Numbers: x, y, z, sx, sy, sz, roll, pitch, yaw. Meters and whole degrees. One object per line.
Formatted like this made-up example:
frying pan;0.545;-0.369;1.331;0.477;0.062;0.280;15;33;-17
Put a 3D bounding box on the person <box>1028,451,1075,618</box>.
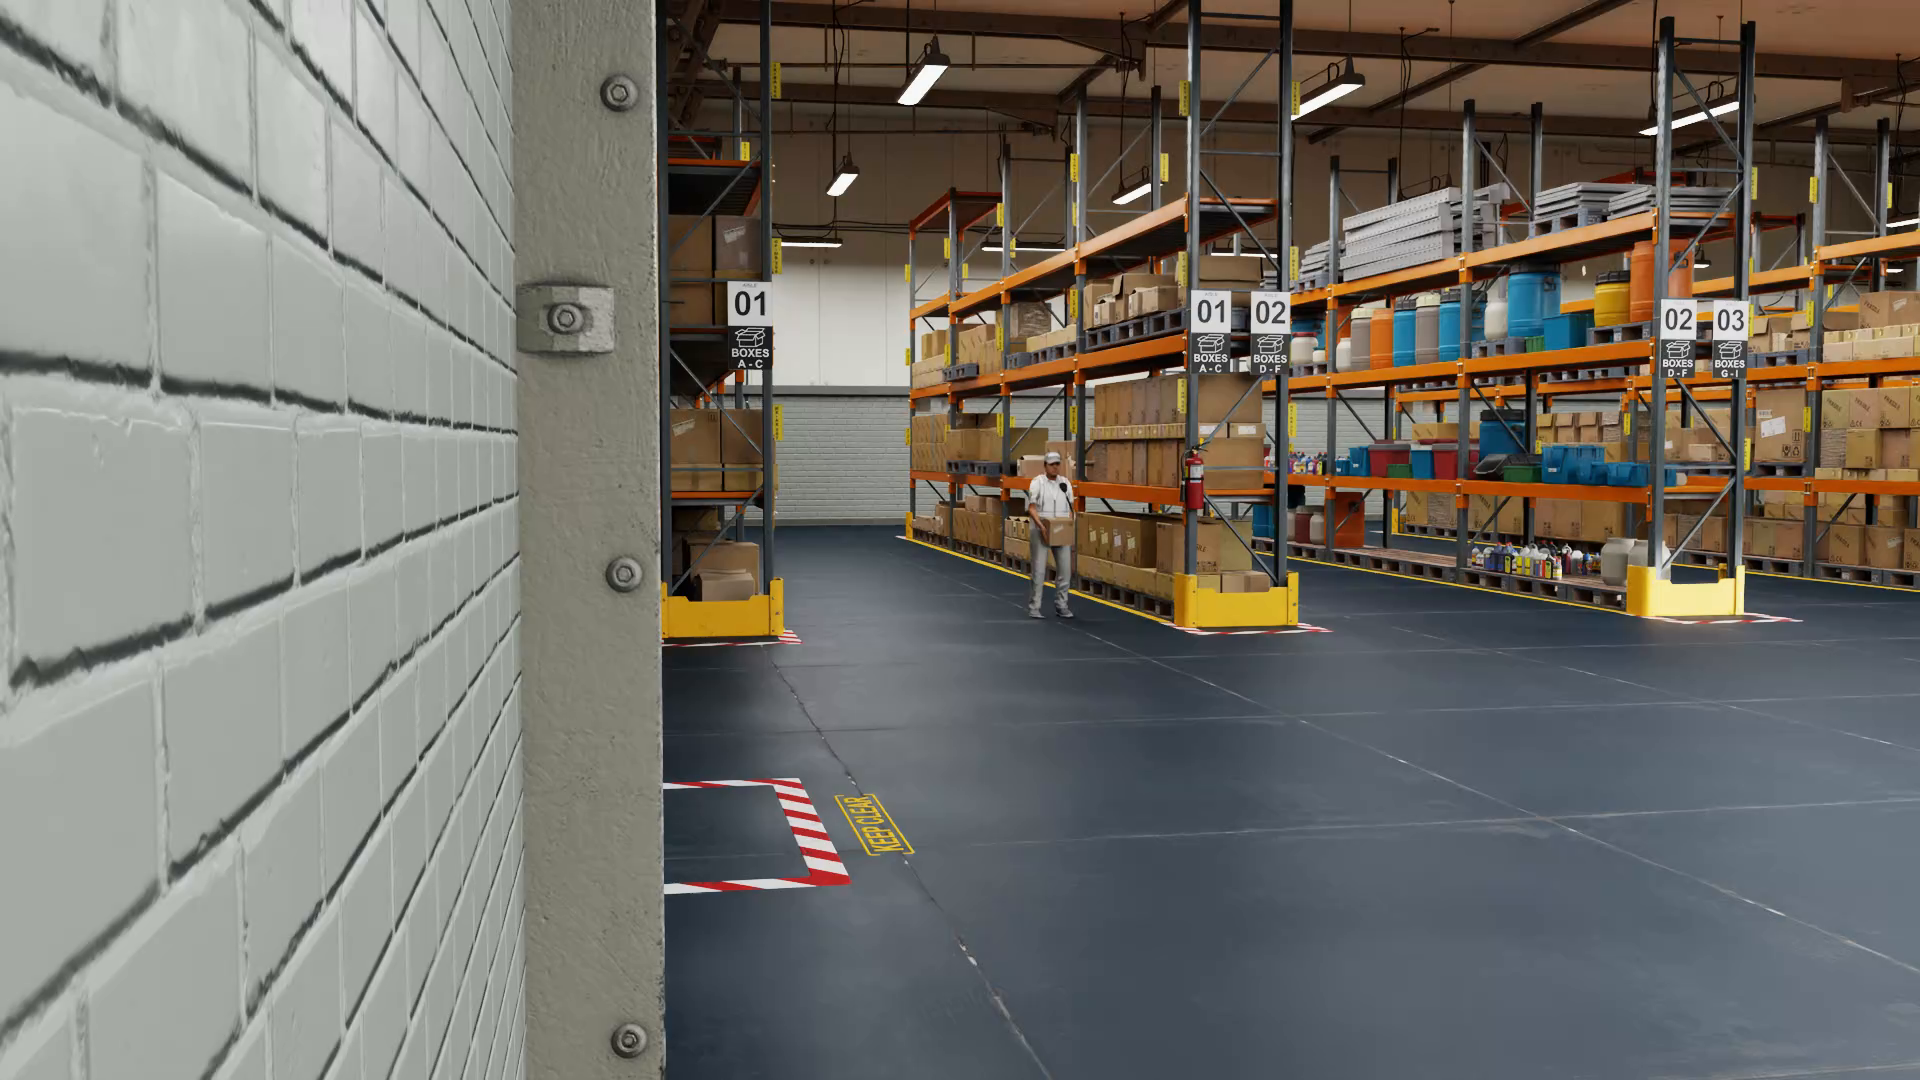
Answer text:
person;0.930;-0.057;16.770;0.493;1.671;0.491;-1;3;-13
